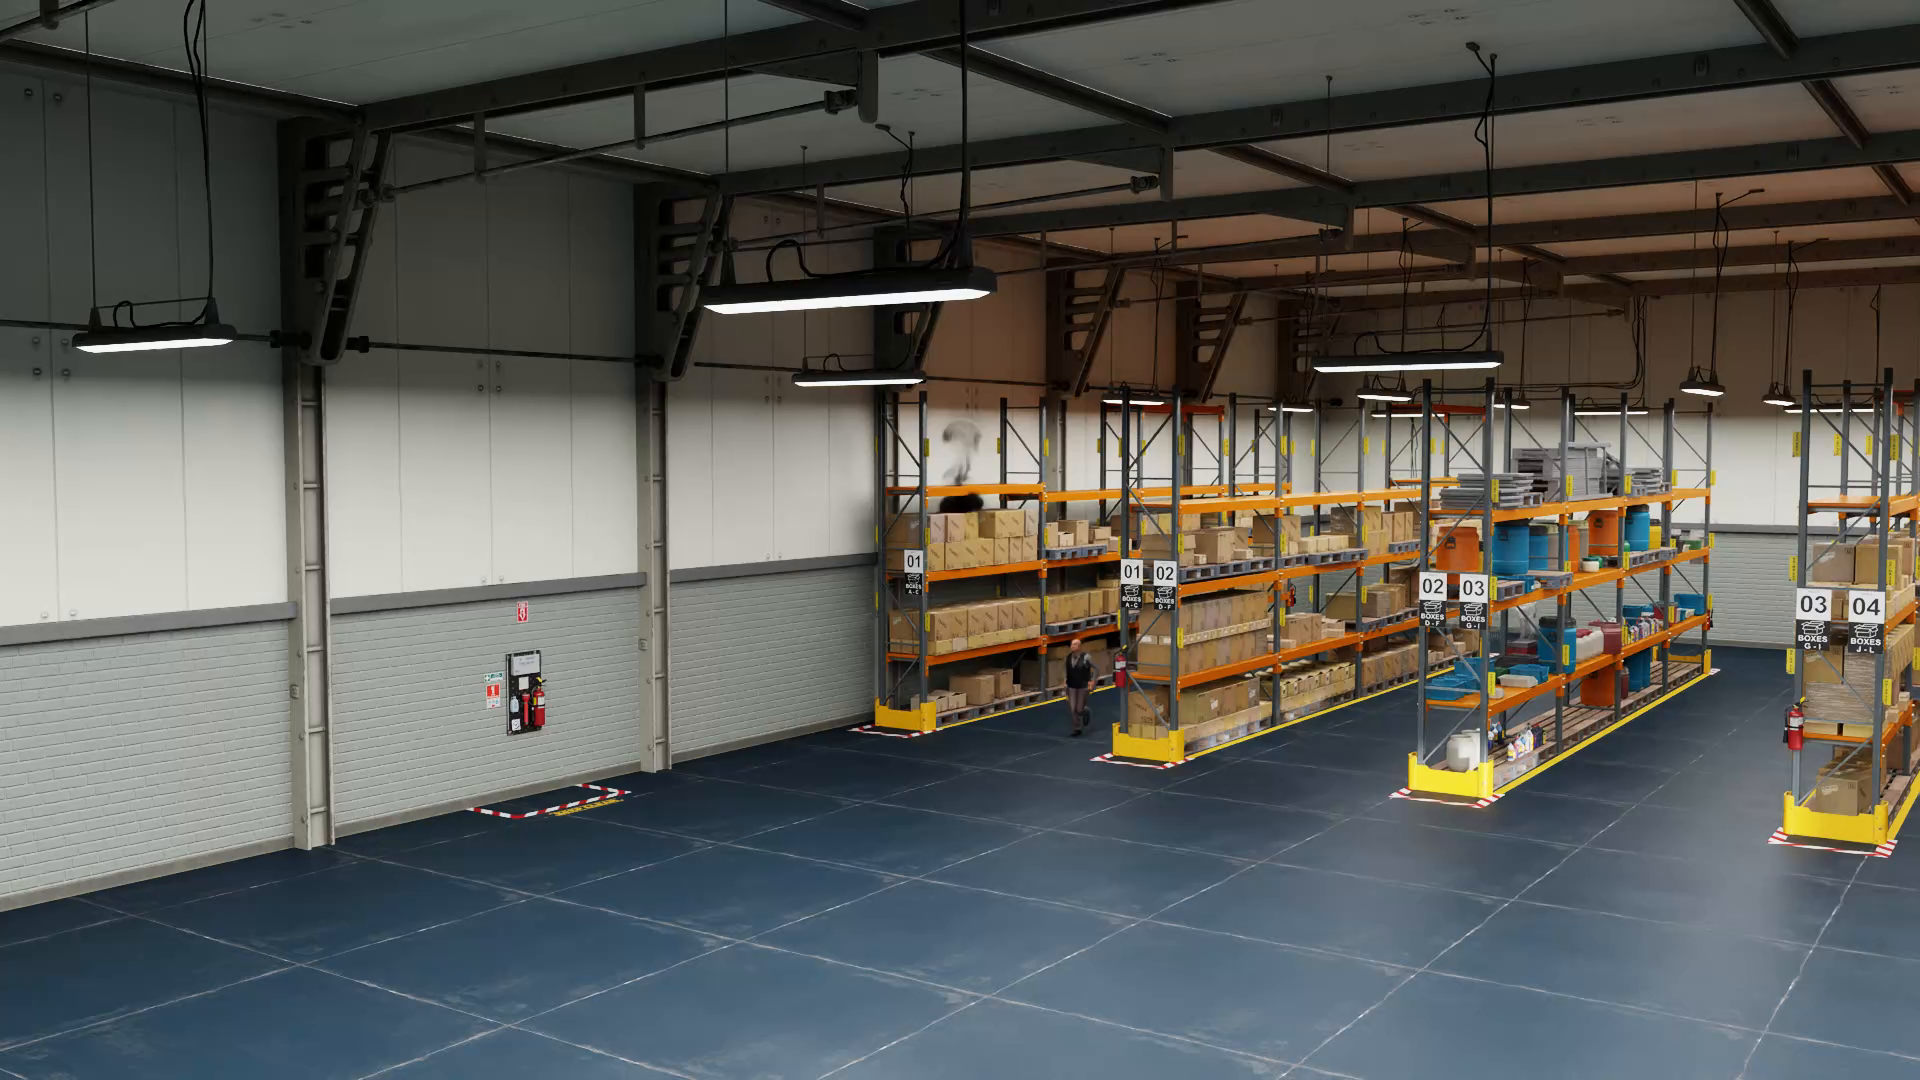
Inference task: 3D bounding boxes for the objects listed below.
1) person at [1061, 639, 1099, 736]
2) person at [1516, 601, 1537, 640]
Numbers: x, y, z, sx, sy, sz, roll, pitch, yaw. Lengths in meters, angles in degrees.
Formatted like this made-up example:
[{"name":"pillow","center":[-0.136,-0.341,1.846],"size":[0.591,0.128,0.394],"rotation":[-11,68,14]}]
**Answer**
[{"name":"person","center":[2.063,2.598,28.877],"size":[0.674,1.615,0.653],"rotation":[2,4,28]},{"name":"person","center":[13.775,1.944,40.422],"size":[0.593,1.756,0.803],"rotation":[0,3,0]}]
